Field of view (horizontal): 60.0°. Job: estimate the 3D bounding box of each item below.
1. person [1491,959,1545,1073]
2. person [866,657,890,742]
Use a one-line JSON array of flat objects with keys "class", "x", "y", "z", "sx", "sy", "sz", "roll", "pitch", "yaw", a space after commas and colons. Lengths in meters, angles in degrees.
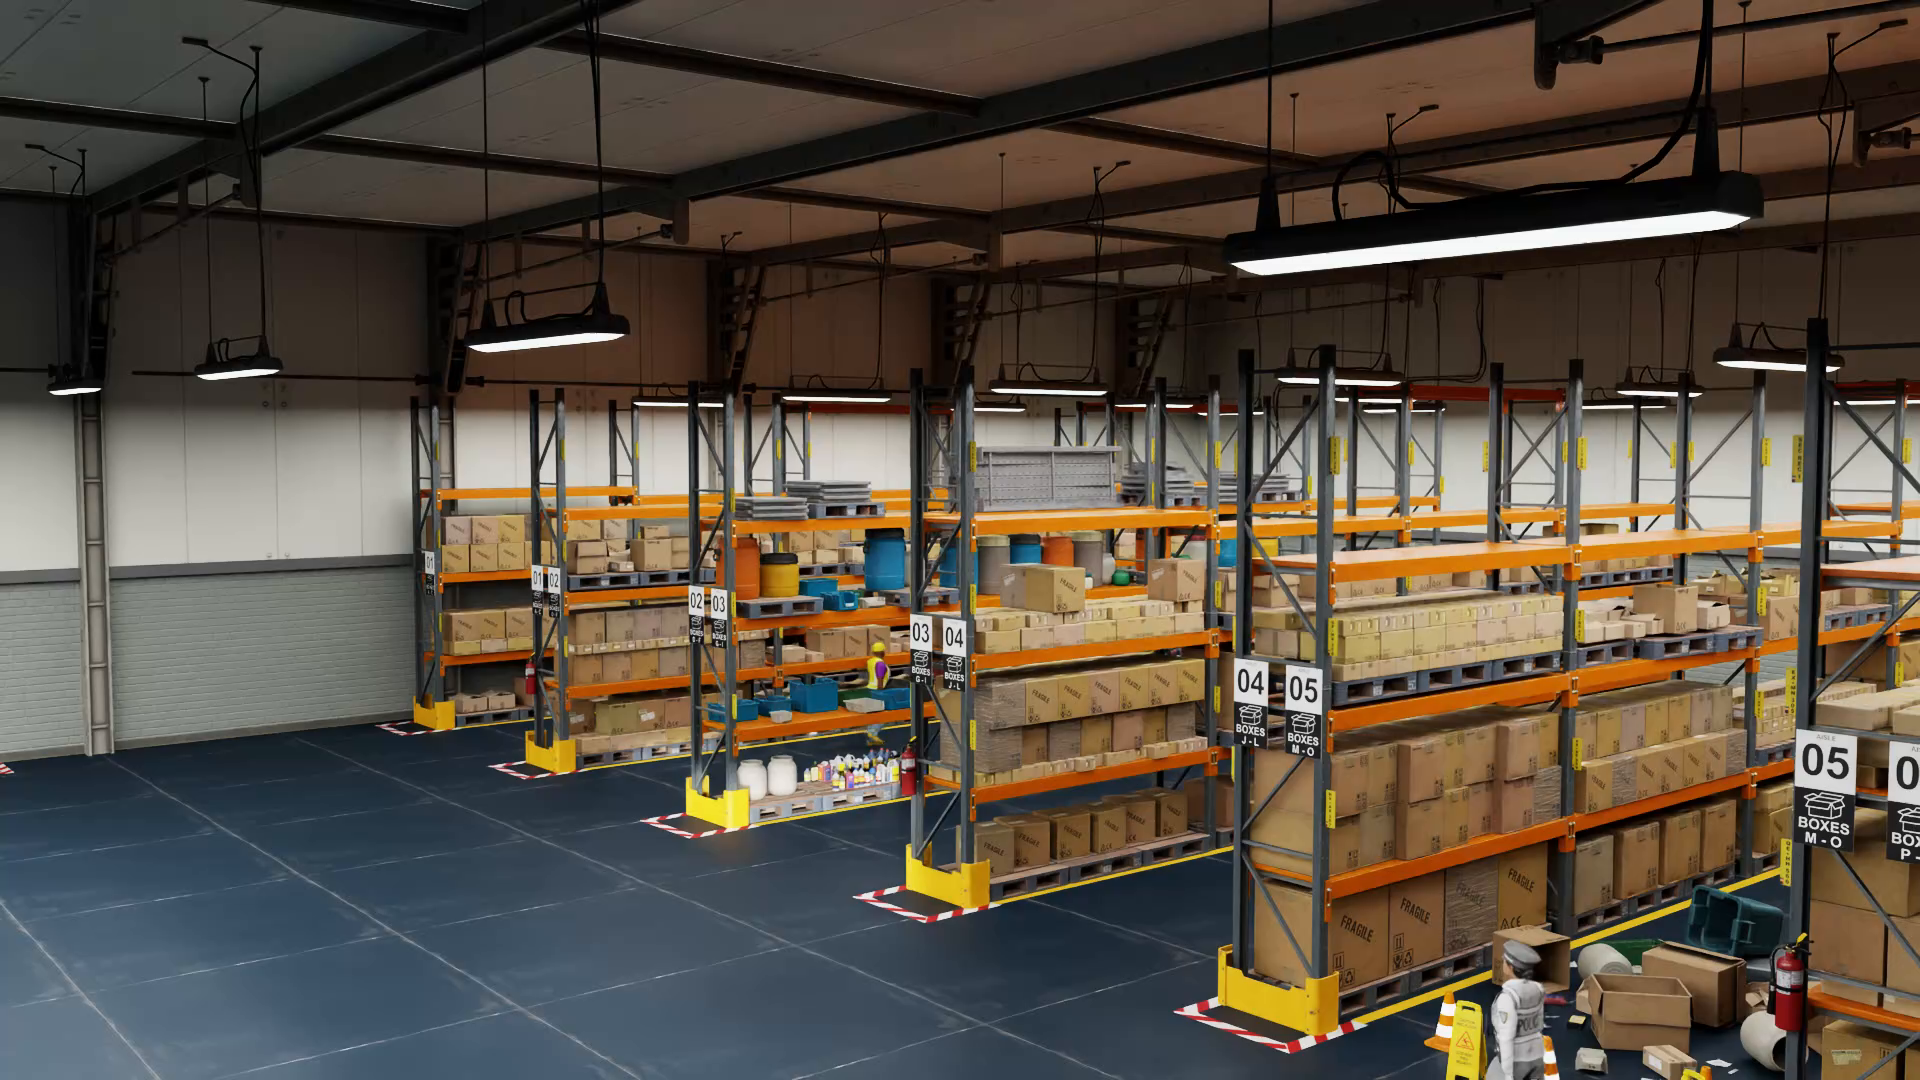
[{"class": "person", "x": 3.941, "y": 3.658, "z": 11.644, "sx": 0.486, "sy": 1.608, "sz": 0.970, "roll": -3, "pitch": 4, "yaw": -39}, {"class": "person", "x": -1.392, "y": 2.703, "z": 28.258, "sx": 0.451, "sy": 1.442, "sz": 0.453, "roll": -2, "pitch": 4, "yaw": -25}]
